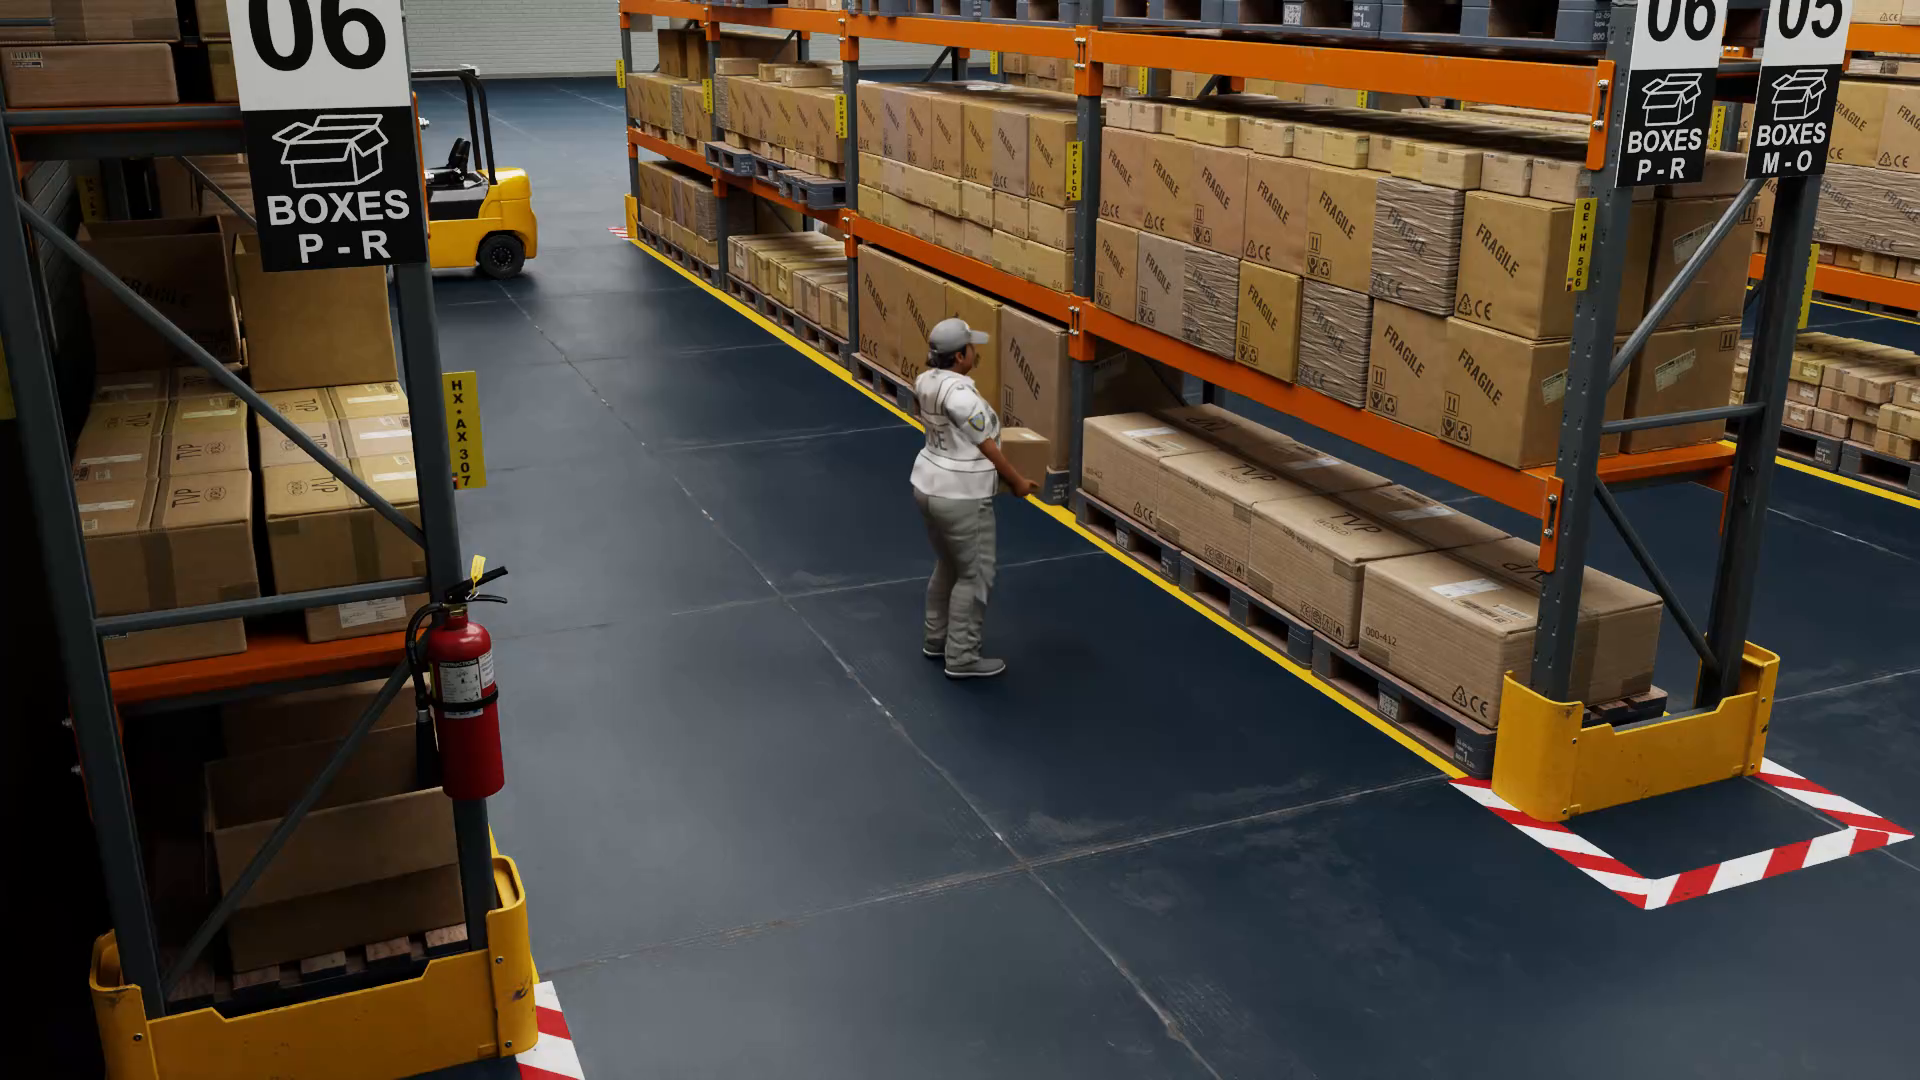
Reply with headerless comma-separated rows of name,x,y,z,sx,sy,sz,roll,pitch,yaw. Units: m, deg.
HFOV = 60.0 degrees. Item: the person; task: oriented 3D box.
person,0.057,-0.205,7.672,0.545,1.662,0.452,-8,21,-22
